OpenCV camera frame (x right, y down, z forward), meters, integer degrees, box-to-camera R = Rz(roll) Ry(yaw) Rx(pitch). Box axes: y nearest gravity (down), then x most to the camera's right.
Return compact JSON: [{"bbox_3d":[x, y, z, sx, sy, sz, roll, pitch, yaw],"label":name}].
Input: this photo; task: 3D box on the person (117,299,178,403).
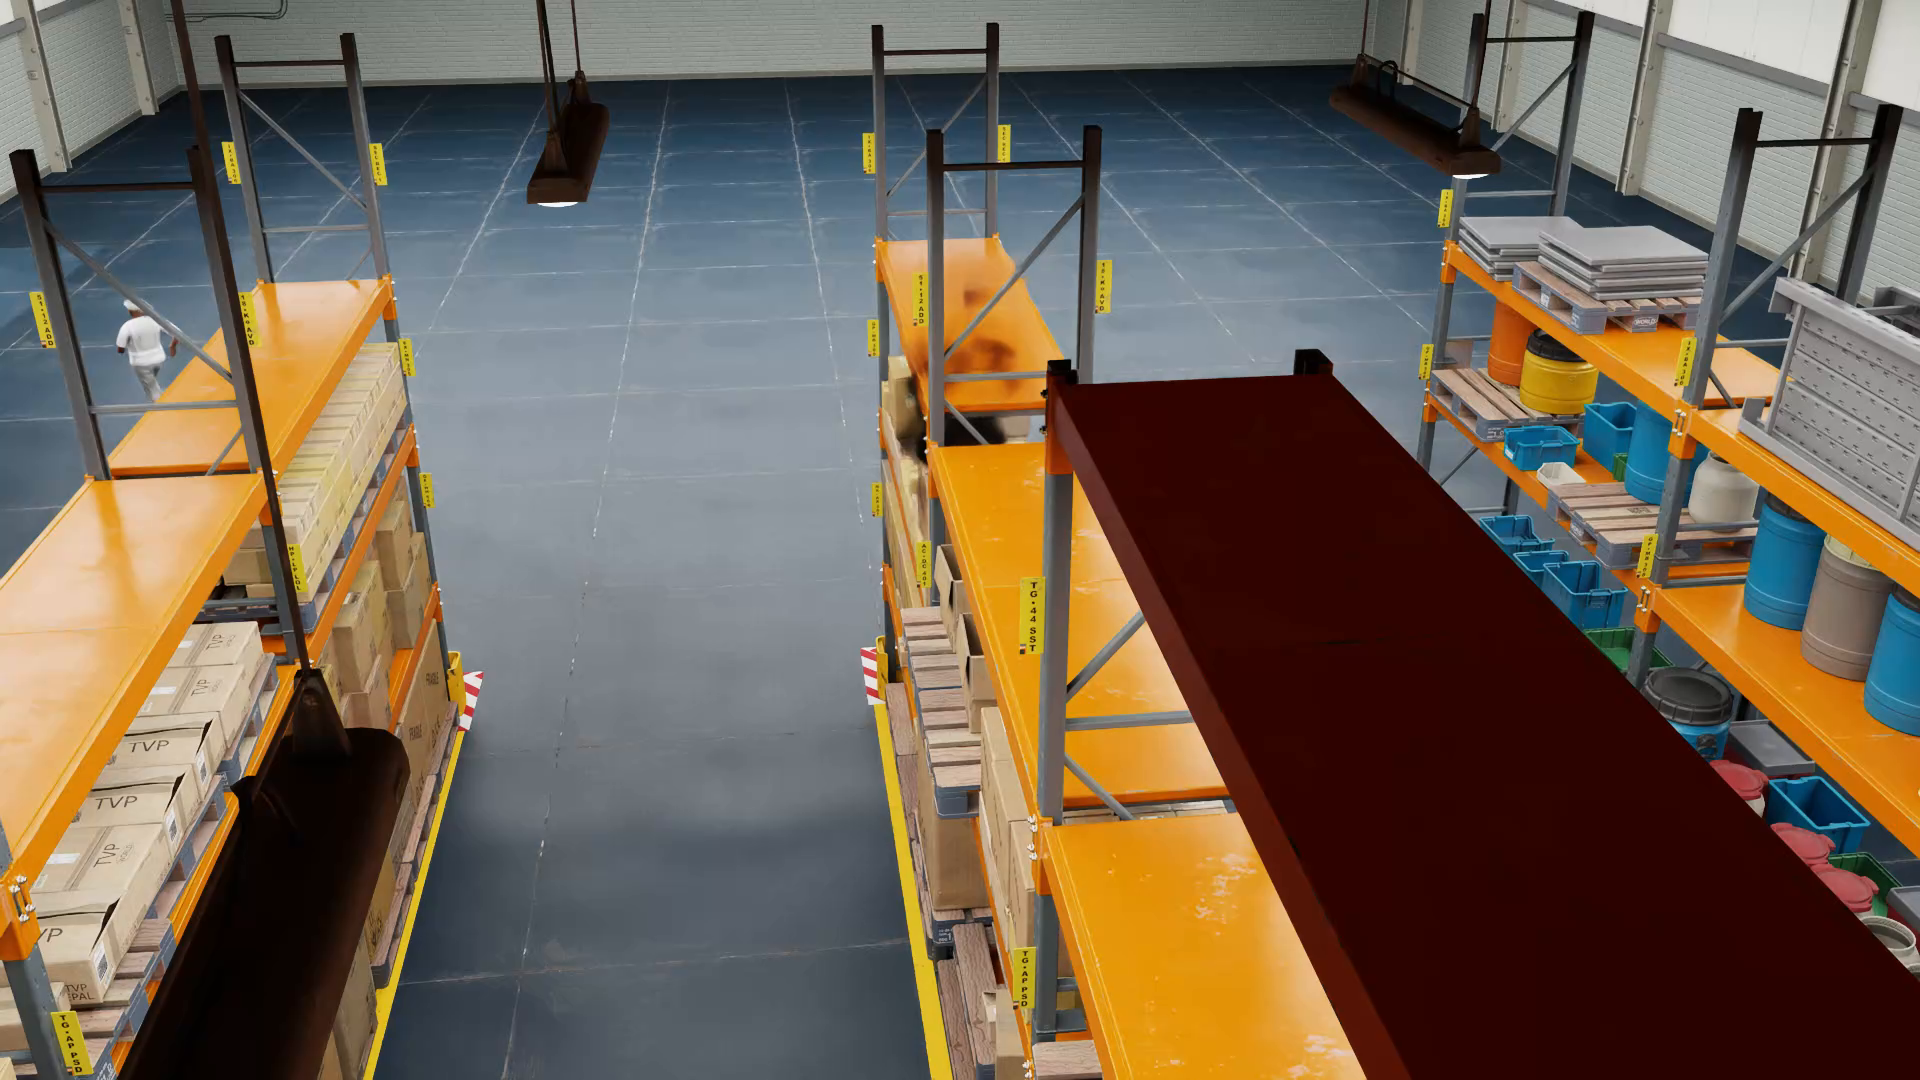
[{"bbox_3d":[-10.323,-2.232,21.153,0.753,1.825,0.673,13,28,25],"label":"person"}]
